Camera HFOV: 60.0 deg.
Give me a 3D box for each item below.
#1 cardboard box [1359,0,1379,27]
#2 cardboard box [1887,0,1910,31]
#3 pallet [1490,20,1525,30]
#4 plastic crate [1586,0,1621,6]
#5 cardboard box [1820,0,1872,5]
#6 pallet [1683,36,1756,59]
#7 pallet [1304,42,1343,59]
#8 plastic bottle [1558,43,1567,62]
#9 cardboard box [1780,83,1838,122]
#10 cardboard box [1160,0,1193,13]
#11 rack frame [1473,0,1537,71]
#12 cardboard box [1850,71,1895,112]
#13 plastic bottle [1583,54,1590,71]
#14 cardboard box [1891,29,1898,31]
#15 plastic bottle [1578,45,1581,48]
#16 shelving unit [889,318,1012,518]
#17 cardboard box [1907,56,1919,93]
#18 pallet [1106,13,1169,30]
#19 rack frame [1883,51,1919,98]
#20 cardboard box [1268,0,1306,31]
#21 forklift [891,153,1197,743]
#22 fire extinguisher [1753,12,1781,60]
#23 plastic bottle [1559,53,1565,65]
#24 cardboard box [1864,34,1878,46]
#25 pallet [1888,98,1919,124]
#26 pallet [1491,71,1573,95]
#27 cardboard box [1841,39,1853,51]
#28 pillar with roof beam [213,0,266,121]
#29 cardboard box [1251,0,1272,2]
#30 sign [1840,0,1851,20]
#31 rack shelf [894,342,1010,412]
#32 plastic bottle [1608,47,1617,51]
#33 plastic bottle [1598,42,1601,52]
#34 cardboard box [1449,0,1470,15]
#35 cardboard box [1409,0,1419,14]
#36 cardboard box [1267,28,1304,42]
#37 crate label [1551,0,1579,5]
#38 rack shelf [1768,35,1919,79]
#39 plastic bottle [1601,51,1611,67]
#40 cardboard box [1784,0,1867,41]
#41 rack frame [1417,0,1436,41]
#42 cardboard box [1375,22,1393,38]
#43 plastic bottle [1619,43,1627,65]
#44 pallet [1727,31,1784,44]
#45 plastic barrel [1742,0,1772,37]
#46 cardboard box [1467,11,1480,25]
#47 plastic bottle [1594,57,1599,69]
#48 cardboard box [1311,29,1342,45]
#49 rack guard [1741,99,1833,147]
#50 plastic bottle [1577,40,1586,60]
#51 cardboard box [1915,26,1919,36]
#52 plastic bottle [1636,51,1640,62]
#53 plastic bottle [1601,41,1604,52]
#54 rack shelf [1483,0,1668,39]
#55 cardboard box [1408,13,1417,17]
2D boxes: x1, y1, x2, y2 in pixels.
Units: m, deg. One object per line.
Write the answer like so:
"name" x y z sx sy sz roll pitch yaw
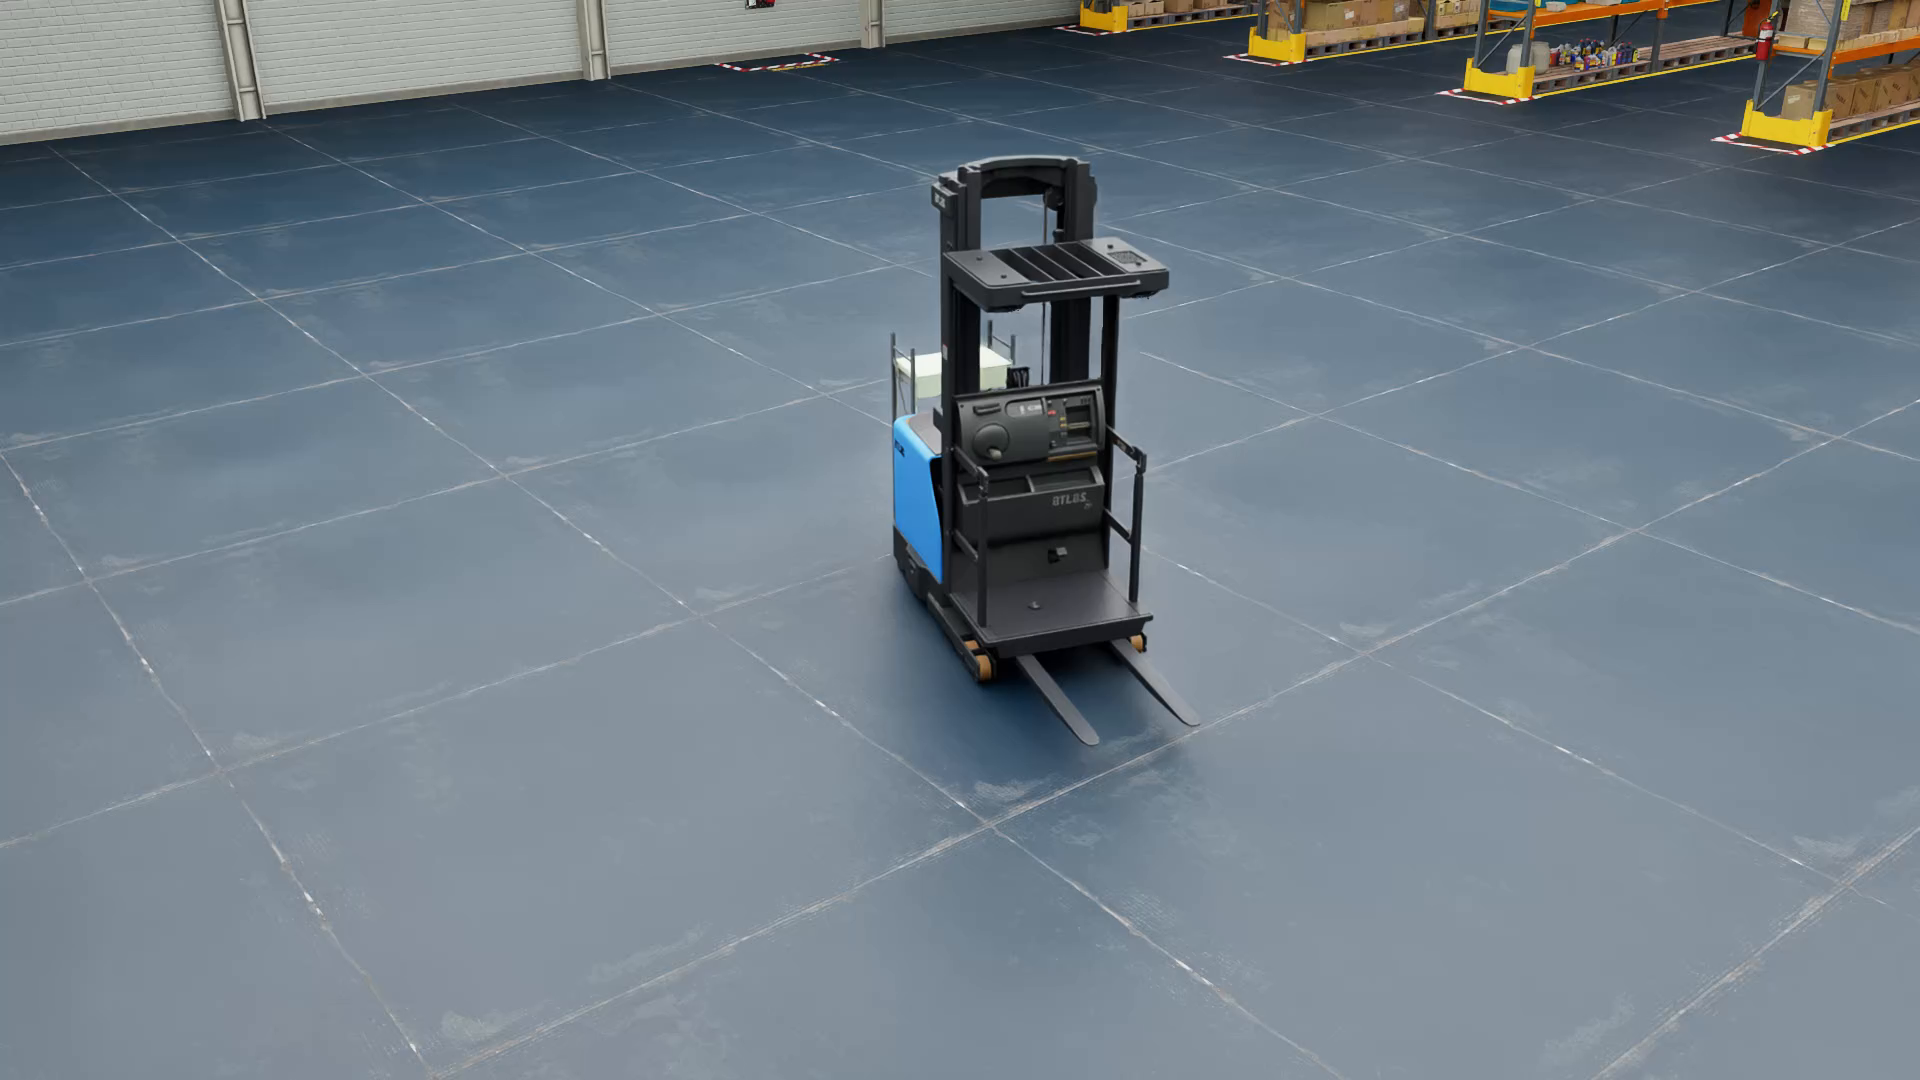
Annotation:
"cardboard box" 7.780 -10.304 32.393 0.500 0.500 0.500 -18 31 -34
"cardboard box" 13.738 -8.009 25.099 0.500 0.500 0.875 -18 31 -34
"pallet" 11.662 -11.179 35.713 1.213 0.211 1.003 -18 31 -34
"plastic crate" 11.118 -9.338 28.749 0.437 0.136 0.530 -18 31 -34
"cardboard box" 12.749 -7.970 23.828 0.500 0.500 0.500 -18 31 -34
"pallet" 14.754 -9.549 32.203 1.213 0.211 1.003 -18 31 -34
"pallet" 6.614 -9.514 32.127 1.213 0.211 1.003 -18 31 -34
"plastic bottle" 10.719 -8.682 29.644 0.185 0.351 0.144 -17 30 -32
"cardboard box" 12.650 -6.497 24.784 0.500 0.500 0.500 -12 28 -25
"cardboard box" 4.635 -11.744 36.066 0.500 0.500 0.700 -21 32 -37
"rack frame" 9.092 -8.925 27.544 0.127 3.000 1.000 -18 31 -34
"cardboard box" 14.070 -6.950 25.760 0.500 0.500 0.500 -22 33 -38
"plastic bottle" 10.900 -8.313 28.929 0.133 0.283 0.061 -18 30 -33
"cardboard box" 13.875 -7.631 25.056 0.250 0.149 0.380 -18 31 -34
"plastic bottle" 11.107 -8.754 29.894 0.097 0.271 0.097 0 25 0
"shelving unit" -0.065 -0.739 11.689 0.755 1.500 0.431 -9 26 -18
"cardboard box" 15.792 -7.541 27.009 0.500 0.500 0.700 -21 32 -38
"pallet" 3.700 -11.161 35.674 1.213 0.211 1.003 -18 31 -34
"rack frame" 15.296 -8.323 26.247 0.127 3.000 1.000 -18 31 -34
"cardboard box" 6.277 -10.088 31.927 0.500 0.500 0.500 -18 31 -34
"forklift" 0.495 -0.683 9.866 1.130 2.935 3.031 -8 26 -18
"fire extinguisher" 11.774 -7.372 24.290 0.183 0.674 0.296 -18 31 -34
"plastic bottle" 10.683 -8.533 29.502 0.097 0.201 0.097 0 25 0
"cardboard box" 13.319 -7.418 24.596 0.250 0.149 0.380 -18 31 -34
"pallet" 14.789 -6.872 26.433 1.213 0.211 1.003 -18 31 -34
"pallet" 9.765 -7.904 28.658 1.213 0.211 1.003 -18 31 -34
"cardboard box" 12.728 -7.224 24.177 0.250 0.149 0.380 -18 31 -34
"pillar with roof beam" -8.512 -9.294 21.214 0.400 9.000 9.100 -18 31 -34
"cardboard box" 6.695 -12.508 37.712 0.500 0.500 0.700 -17 30 -32
"sign" 12.483 -7.497 23.439 0.005 0.325 0.100 -18 31 -34
"rack shelf" -0.065 -1.093 11.525 0.720 0.370 0.431 -9 26 -18
"plastic bottle" 11.648 -8.658 29.682 0.135 0.276 0.152 -18 31 -34
"plastic bottle" 11.547 -8.865 30.120 0.133 0.283 0.061 -18 31 -34
"cardboard box" 10.062 -10.956 34.023 0.500 0.311 0.500 -19 31 -35
"cardboard box" 9.328 -11.003 34.124 0.500 0.311 0.500 -18 31 -34
"cardboard box" 6.278 -9.747 32.083 0.500 0.250 0.500 -18 31 -34
"crate label" 10.373 -9.508 28.760 0.616 0.435 0.502 -18 31 -34
"rack shelf" 13.722 -7.477 25.279 4.000 0.370 1.077 -18 31 -34
"plastic bottle" 11.375 -8.490 29.321 0.135 0.276 0.152 -18 30 -33
"cardboard box" 12.598 -7.598 24.213 0.500 0.500 0.875 -18 31 -34
"rack frame" 9.186 -11.606 33.321 0.127 3.000 1.000 -18 31 -34
"cardboard box" 8.172 -10.095 32.832 0.500 0.250 0.500 -18 31 -34
"plastic bottle" 11.760 -8.649 29.574 0.185 0.351 0.144 -20 32 -37
"pallet" 15.982 -9.956 33.080 1.213 0.211 1.003 -18 31 -34
"plastic barrel" 15.762 -10.342 32.676 0.708 0.830 0.600 -18 31 -34
"cardboard box" 10.465 -10.839 34.437 0.500 0.250 0.500 -19 31 -36
"plastic bottle" 11.137 -8.363 29.136 0.097 0.201 0.097 0 25 0
"cardboard box" 6.989 -9.706 31.996 0.500 0.250 0.500 -18 31 -34
"rack guard" 12.208 -6.170 24.577 0.348 0.500 1.175 -18 31 -34
"plastic bottle" 11.200 -8.840 29.987 0.185 0.351 0.144 -20 31 -36
"cardboard box" 14.466 -7.826 25.475 0.250 0.149 0.380 -18 31 -34
"plastic bottle" 12.146 -8.696 29.854 0.097 0.201 0.097 0 25 0
"plastic bottle" 11.718 -8.988 30.399 0.097 0.271 0.097 0 25 0
"rack shelf" 10.666 -9.118 28.815 4.000 0.370 1.077 -18 31 -34
"cardboard box" 9.333 -10.753 34.250 0.500 0.250 0.500 -19 31 -35
